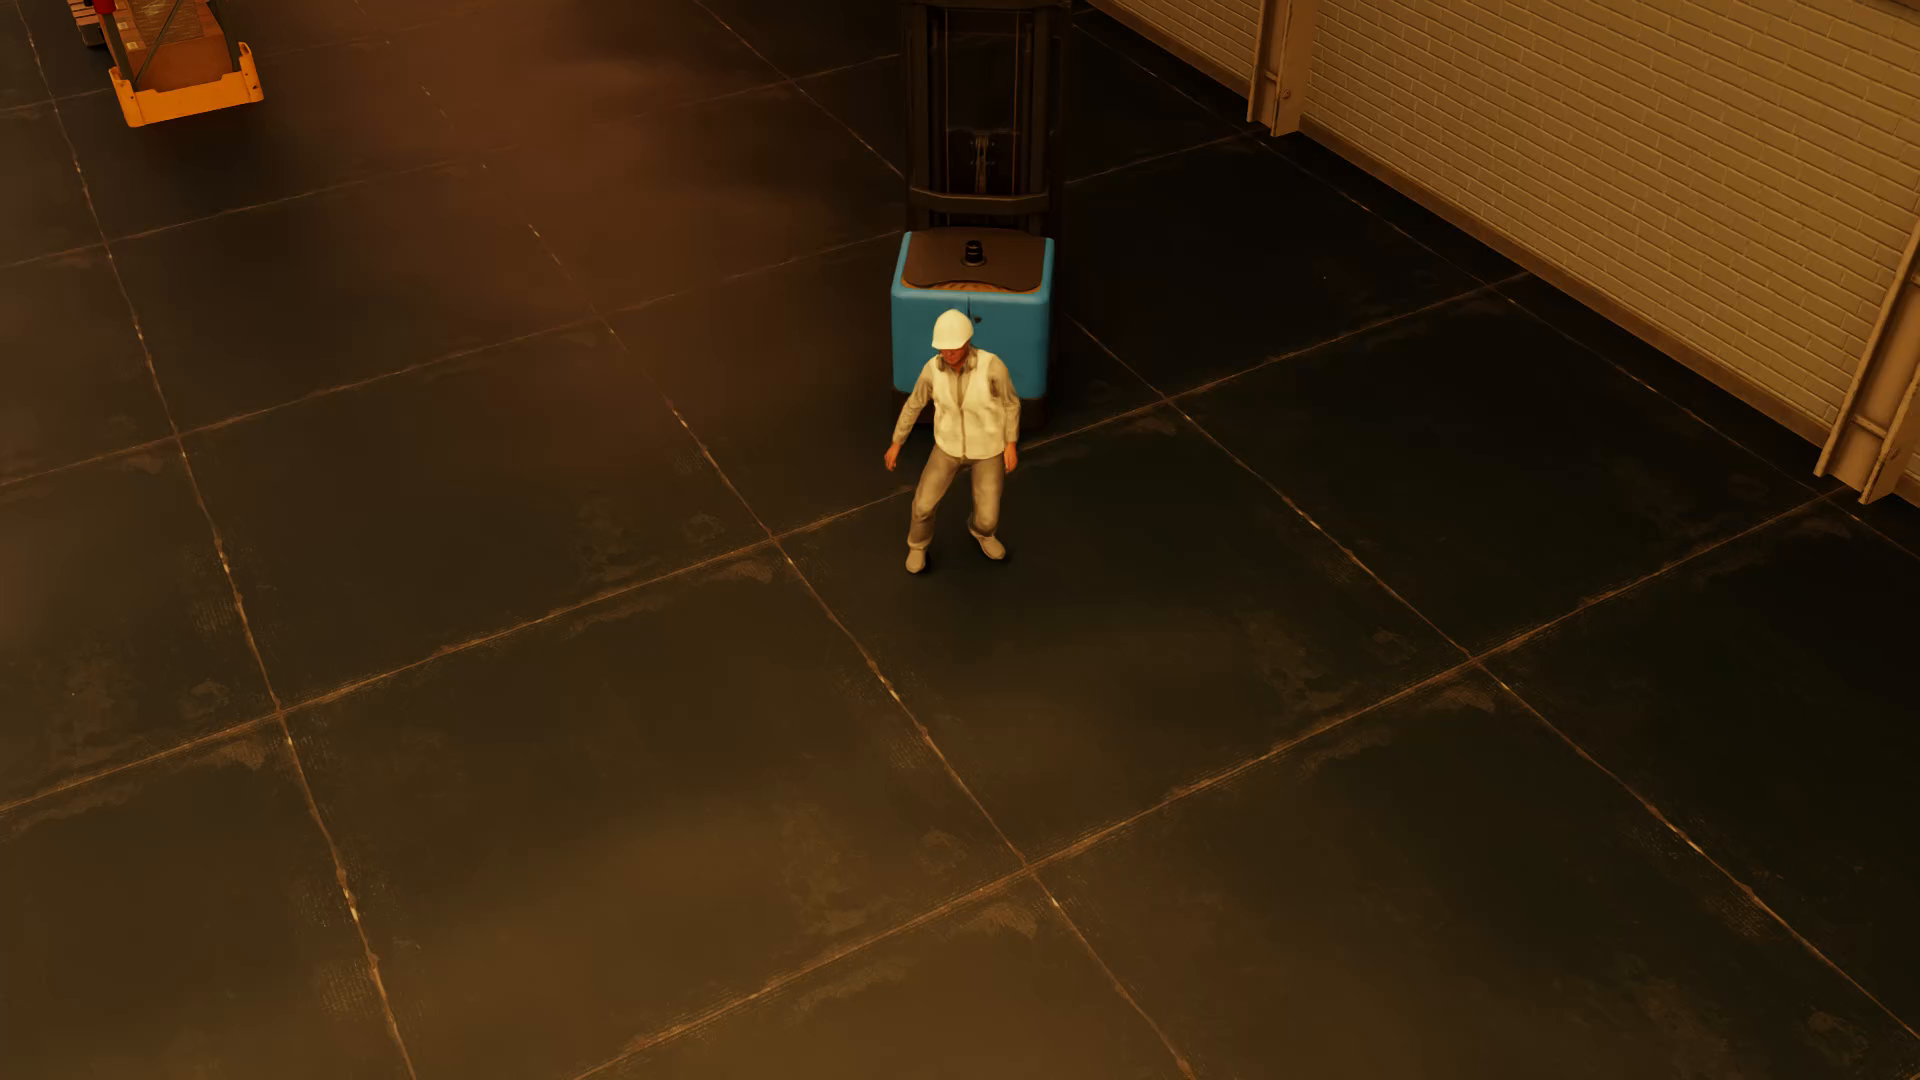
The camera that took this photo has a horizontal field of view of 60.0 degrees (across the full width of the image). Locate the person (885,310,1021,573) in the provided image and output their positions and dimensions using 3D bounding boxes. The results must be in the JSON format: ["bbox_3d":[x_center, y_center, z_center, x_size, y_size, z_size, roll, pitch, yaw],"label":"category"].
[{"bbox_3d":[-0.036,-0.554,9.687,0.794,1.686,0.506,8,40,10],"label":"person"}]

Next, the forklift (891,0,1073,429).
[{"bbox_3d":[0.190,-2.800,11.412,1.130,2.935,3.031,3,40,4],"label":"forklift"}]
